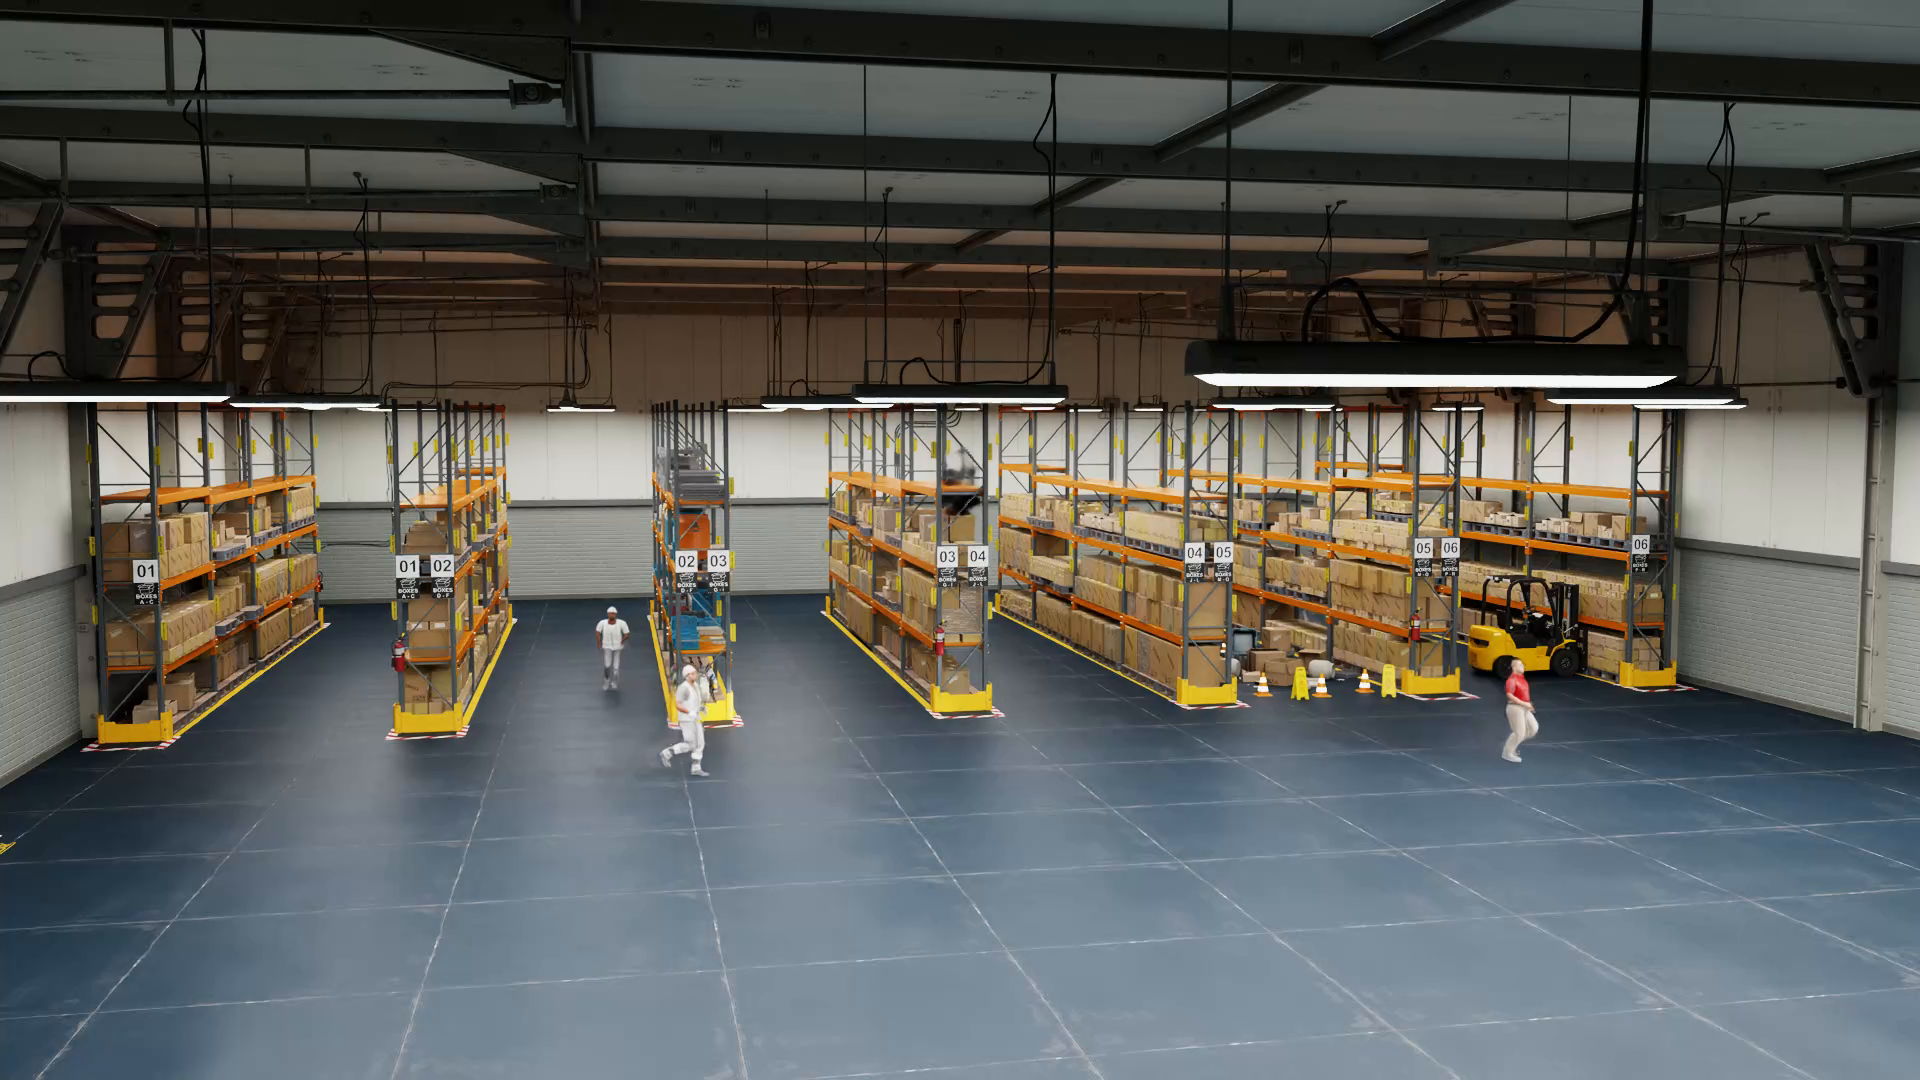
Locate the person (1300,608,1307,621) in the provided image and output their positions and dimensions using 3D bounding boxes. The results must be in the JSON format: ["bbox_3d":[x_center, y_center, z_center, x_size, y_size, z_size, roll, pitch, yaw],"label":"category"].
[{"bbox_3d":[9.026,1.551,44.182,0.574,1.732,0.705,-1,4,-13],"label":"person"}]

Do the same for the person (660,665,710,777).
[{"bbox_3d":[-4.331,2.865,26.410,0.755,1.769,0.661,1,4,16],"label":"person"}]

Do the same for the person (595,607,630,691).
[{"bbox_3d":[-7.175,2.256,34.391,0.697,1.753,0.672,-1,4,-13],"label":"person"}]

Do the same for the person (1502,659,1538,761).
[{"bbox_3d":[9.258,2.812,27.476,0.551,1.688,0.674,3,5,36],"label":"person"}]
